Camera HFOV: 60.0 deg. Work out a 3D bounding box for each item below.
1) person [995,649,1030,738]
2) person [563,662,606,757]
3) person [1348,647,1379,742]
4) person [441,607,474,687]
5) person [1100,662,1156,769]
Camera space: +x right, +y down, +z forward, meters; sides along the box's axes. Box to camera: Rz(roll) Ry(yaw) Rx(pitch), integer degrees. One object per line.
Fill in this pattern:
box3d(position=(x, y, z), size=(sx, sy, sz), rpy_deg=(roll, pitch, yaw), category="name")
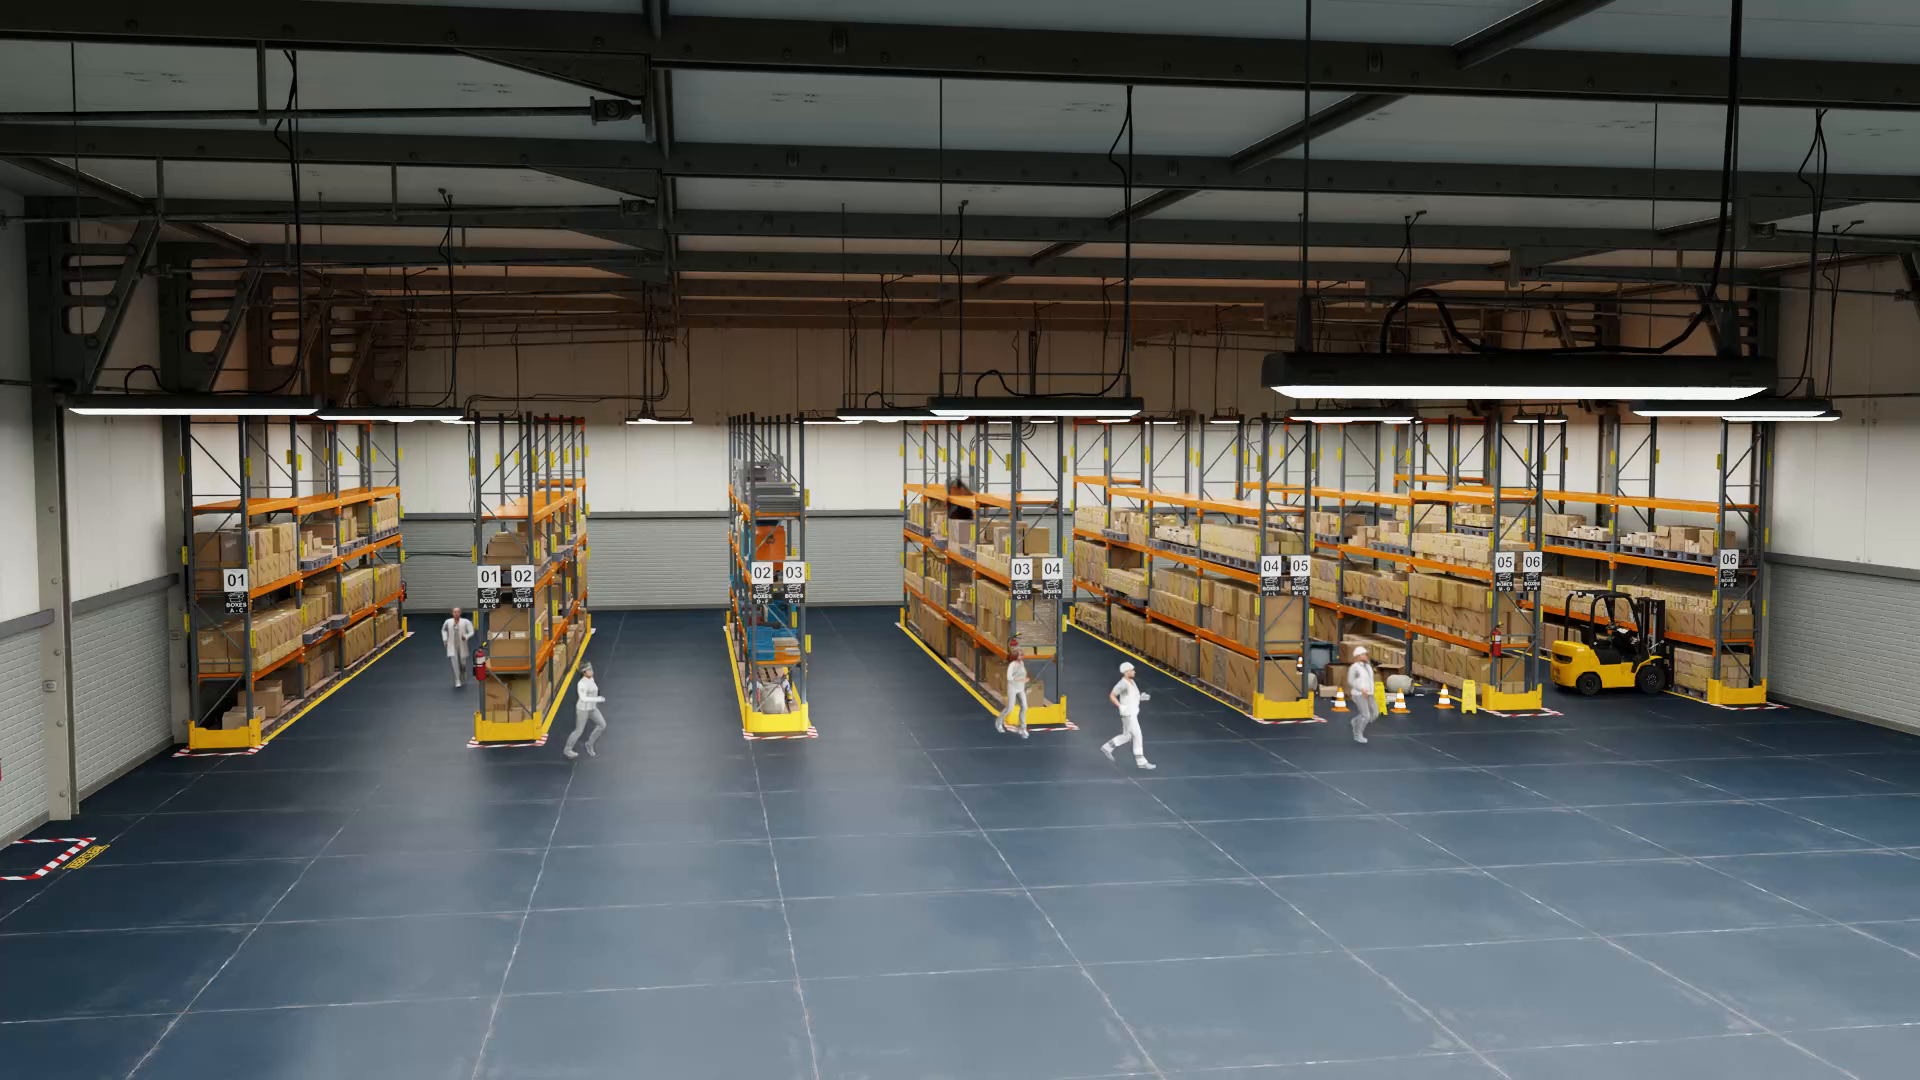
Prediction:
box3d(position=(1.007, 2.826, 30.838), size=(0.763, 1.635, 0.557), rpy_deg=(3, 5, 41), category="person")
box3d(position=(-6.428, 2.921, 28.680), size=(0.823, 1.666, 0.622), rpy_deg=(1, 4, 20), category="person")
box3d(position=(7.333, 2.804, 30.274), size=(0.667, 1.736, 0.526), rpy_deg=(-3, 5, -42), category="person")
box3d(position=(-11.087, 2.352, 36.703), size=(0.709, 1.742, 0.798), rpy_deg=(-1, 4, -11), category="person")
box3d(position=(2.809, 2.926, 27.821), size=(0.985, 1.768, 0.665), rpy_deg=(1, 4, 20), category="person")
